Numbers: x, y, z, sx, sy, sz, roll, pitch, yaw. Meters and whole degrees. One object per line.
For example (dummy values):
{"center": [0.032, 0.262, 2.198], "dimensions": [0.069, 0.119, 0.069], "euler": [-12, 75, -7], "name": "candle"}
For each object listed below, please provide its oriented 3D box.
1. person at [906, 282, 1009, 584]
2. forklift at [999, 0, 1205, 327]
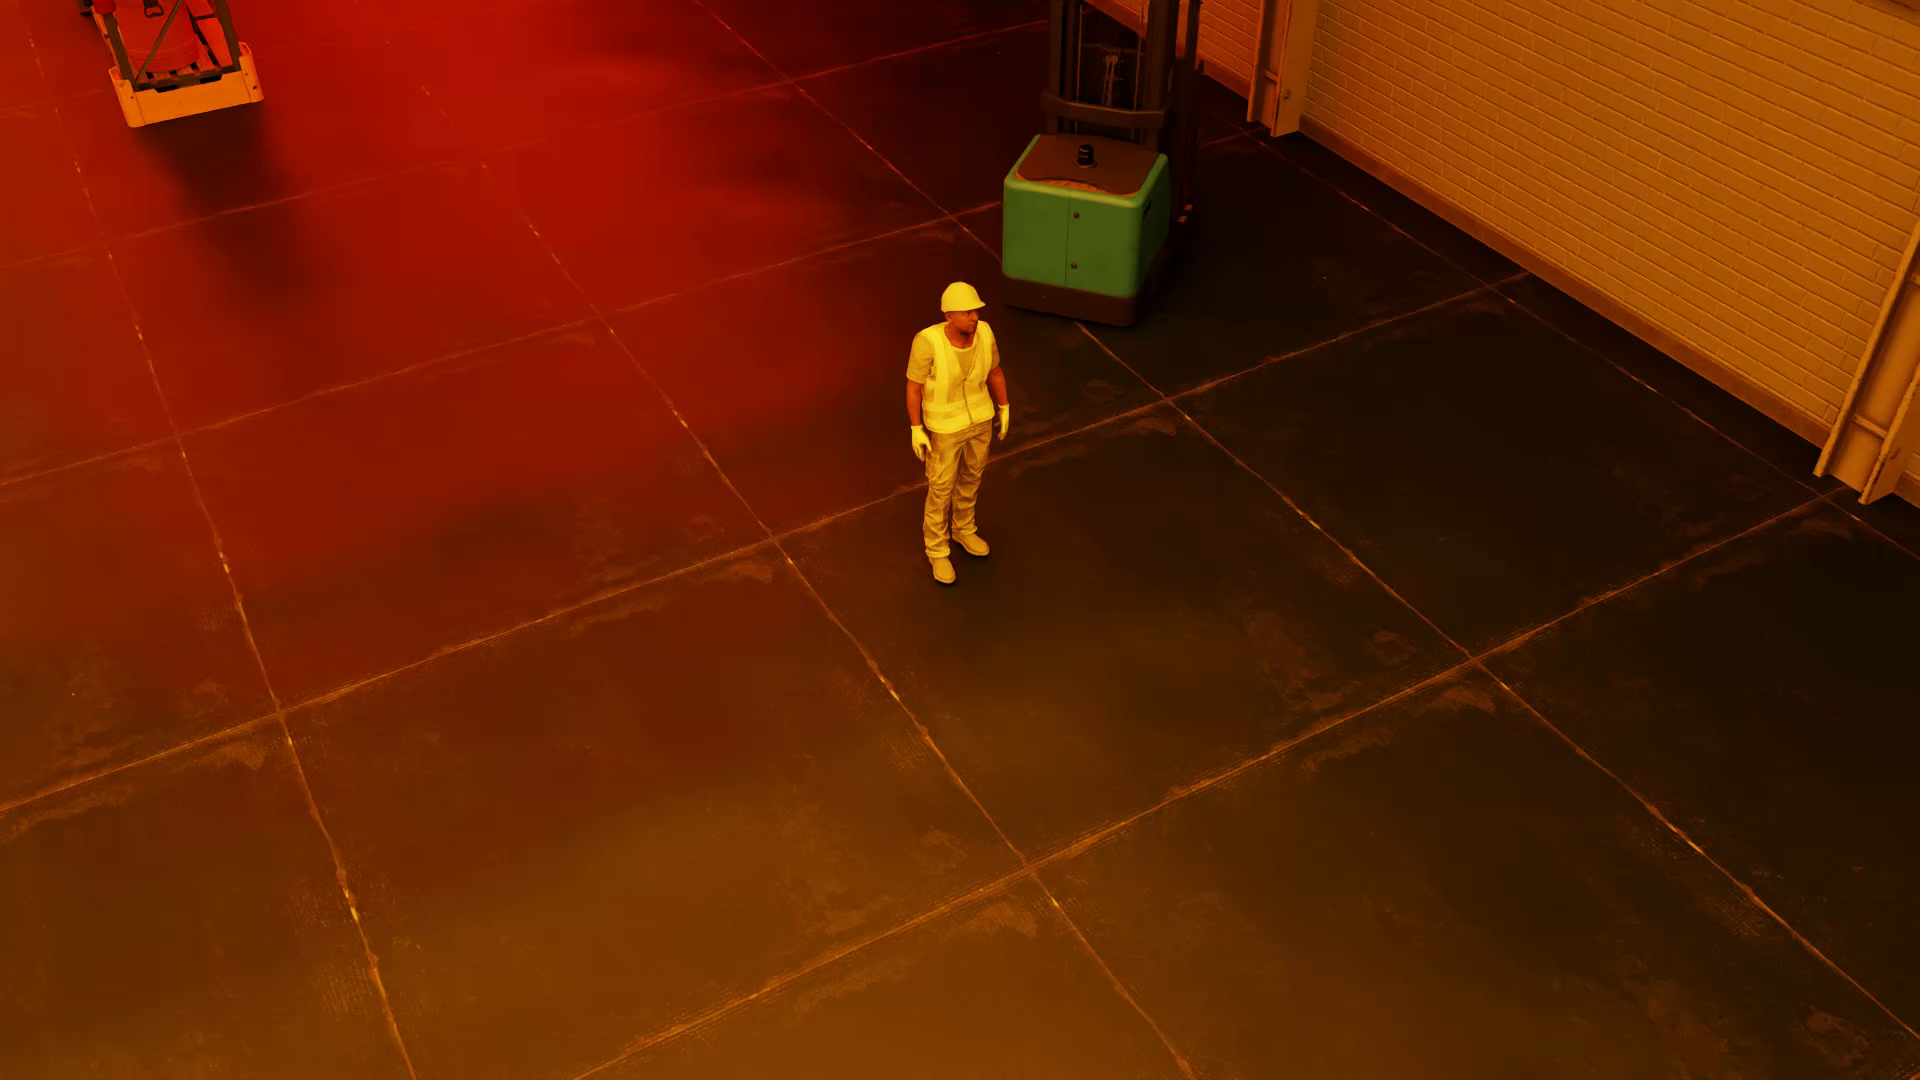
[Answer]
{"center": [0.029, -0.649, 9.707], "dimensions": [0.656, 1.781, 0.577], "euler": [-20, 44, -23], "name": "person"}
{"center": [1.264, -3.627, 12.409], "dimensions": [1.130, 2.935, 3.031], "euler": [13, 41, 15], "name": "forklift"}
